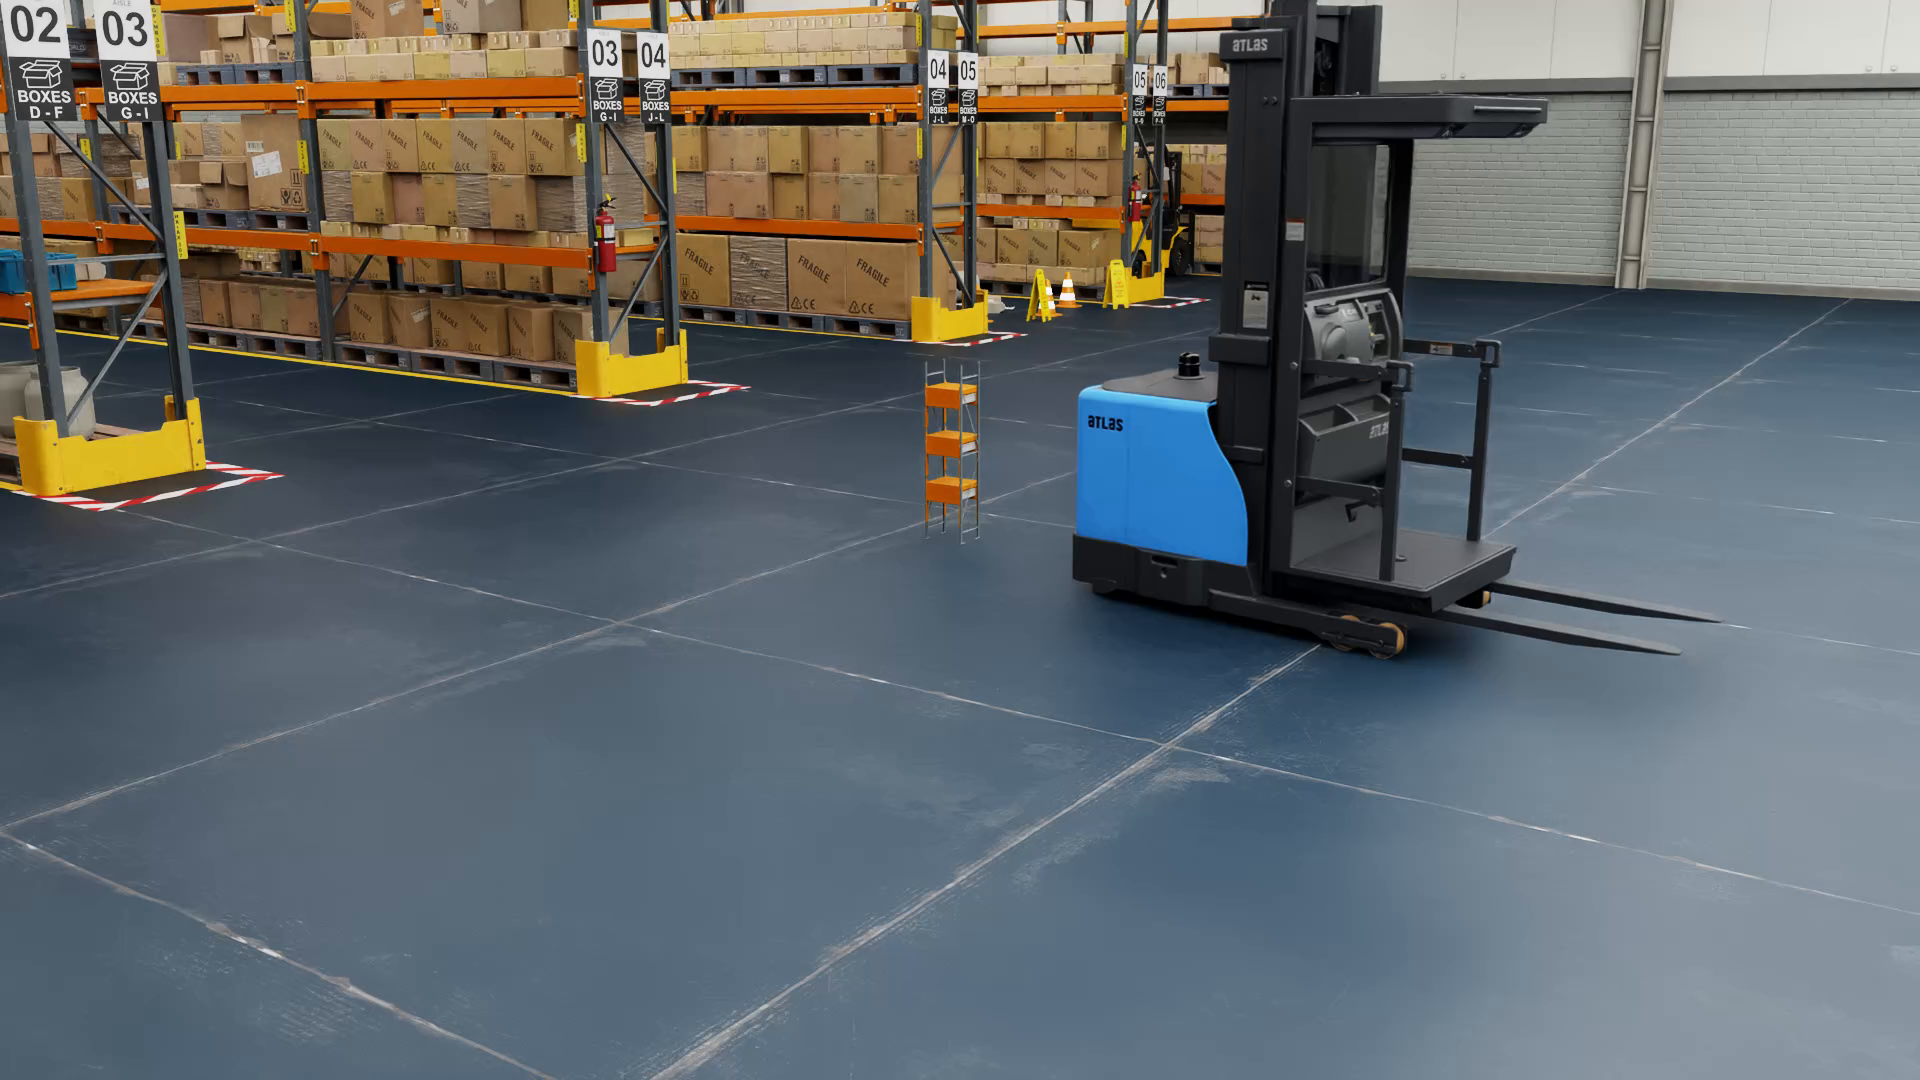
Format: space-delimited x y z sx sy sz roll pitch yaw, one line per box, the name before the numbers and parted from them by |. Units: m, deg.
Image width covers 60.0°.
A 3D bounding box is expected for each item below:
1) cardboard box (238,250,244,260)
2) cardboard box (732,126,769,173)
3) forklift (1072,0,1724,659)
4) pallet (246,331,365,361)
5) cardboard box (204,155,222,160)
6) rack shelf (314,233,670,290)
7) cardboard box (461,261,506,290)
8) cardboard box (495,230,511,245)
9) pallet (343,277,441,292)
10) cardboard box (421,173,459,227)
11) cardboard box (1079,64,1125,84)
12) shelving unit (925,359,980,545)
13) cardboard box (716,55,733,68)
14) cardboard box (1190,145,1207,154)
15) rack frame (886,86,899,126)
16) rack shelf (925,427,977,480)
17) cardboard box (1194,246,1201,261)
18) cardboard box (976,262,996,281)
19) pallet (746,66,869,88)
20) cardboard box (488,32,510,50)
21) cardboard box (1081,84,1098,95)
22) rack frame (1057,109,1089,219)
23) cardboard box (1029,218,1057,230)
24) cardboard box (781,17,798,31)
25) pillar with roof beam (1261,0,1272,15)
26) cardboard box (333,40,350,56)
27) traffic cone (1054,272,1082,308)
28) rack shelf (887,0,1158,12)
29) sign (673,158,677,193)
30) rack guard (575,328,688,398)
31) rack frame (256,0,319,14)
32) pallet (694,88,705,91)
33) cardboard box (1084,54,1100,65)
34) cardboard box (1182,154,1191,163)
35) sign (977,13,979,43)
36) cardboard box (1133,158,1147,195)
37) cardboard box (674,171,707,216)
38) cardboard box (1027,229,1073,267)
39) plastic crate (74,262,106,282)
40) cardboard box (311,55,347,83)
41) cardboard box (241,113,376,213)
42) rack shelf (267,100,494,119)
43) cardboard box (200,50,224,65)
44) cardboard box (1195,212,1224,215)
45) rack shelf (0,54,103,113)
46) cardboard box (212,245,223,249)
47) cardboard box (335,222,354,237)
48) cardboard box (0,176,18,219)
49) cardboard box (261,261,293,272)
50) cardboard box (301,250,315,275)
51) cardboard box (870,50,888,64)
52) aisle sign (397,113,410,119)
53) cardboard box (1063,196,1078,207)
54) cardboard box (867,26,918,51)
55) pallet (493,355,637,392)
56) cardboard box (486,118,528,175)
cardboard box | -11.145 -4.512 26.249 0.250 0.149 0.380 9 17 33
cardboard box | -2.272 -4.767 20.278 0.550 0.550 0.875 9 17 33
forklift | 2.050 -1.020 7.845 3.031 2.935 1.130 11 18 38
pallet | -6.950 -2.152 18.077 1.213 0.211 1.003 9 17 33
cardboard box | -11.491 -5.788 26.135 0.500 0.500 0.500 9 17 33
rack shelf | -4.644 -2.784 16.324 4.000 0.370 1.077 9 17 33
cardboard box | -6.315 -3.925 23.246 0.750 0.750 1.050 9 16 32
cardboard box | -4.162 -2.875 15.719 0.250 0.149 0.380 9 17 33
pallet | -8.426 -3.828 24.849 1.213 0.211 1.003 9 17 33
cardboard box | -4.706 -3.325 16.186 0.500 0.500 0.875 9 17 33
cardboard box | 1.971 -6.383 22.818 0.500 0.250 0.500 9 16 32
shelving unit | -0.044 -0.517 9.726 0.252 1.050 0.215 9 17 33
cardboard box | -2.709 -5.745 19.987 0.250 0.149 0.380 9 16 32
cardboard box | 4.001 -6.462 27.510 0.250 0.149 0.380 10 17 34
rack frame | -0.773 -5.377 25.303 0.127 3.000 1.000 9 17 33
rack shelf | -0.044 -0.507 9.729 0.240 0.259 0.215 9 17 33
cardboard box | 3.930 -4.838 27.971 0.500 0.250 0.500 9 17 33
cardboard box | 0.457 -3.973 24.480 0.500 0.250 0.500 9 16 32
pallet | -1.770 -5.514 19.798 1.213 0.211 1.003 9 17 33
cardboard box | -4.049 -4.519 15.075 0.250 0.149 0.380 9 17 33
cardboard box | 1.870 -6.194 22.882 0.250 0.149 0.380 9 17 33
rack frame | 1.995 -6.367 29.303 0.127 3.000 1.000 9 17 33
cardboard box | 1.187 -4.514 23.755 0.250 0.149 0.380 10 17 34
cardboard box | -1.867 -5.996 19.341 0.250 0.149 0.380 9 17 33
pillar with roof beam | 2.836 -8.158 24.051 0.400 9.000 9.100 9 17 33
cardboard box | -5.947 -4.851 16.417 0.250 0.149 0.380 8 16 30
traffic cone | 1.470 -3.410 22.635 0.334 0.463 0.336 9 17 33
rack shelf | 0.887 -7.670 23.585 4.000 0.370 1.077 9 17 33
sign | -2.682 -3.393 15.487 0.005 0.325 0.100 9 17 33
rack guard | -3.047 -1.662 15.495 0.348 0.500 1.175 9 17 33
rack frame | -10.090 -8.362 24.874 0.127 3.000 1.000 9 17 33
pallet | -4.656 -7.354 27.438 1.003 0.211 1.213 10 17 35
cardboard box | 1.909 -6.591 22.826 0.250 0.149 0.380 10 17 34
cardboard box | 3.791 -6.352 27.684 0.250 0.149 0.380 9 17 33
sign | 0.182 -5.869 19.063 0.005 0.325 0.100 9 17 33
cardboard box | 2.308 -5.153 23.568 0.500 0.500 0.500 9 16 32
cardboard box | -3.139 -4.402 21.053 0.550 0.550 0.875 9 17 33
cardboard box | 1.301 -4.199 23.830 0.500 0.500 0.500 10 17 35
plastic crate | -6.312 -1.933 11.940 0.250 0.136 0.298 9 17 33
cardboard box | -6.073 -4.673 16.528 0.500 0.250 0.500 8 16 31
cardboard box | -6.885 -4.031 17.742 1.000 1.000 1.000 9 17 33
rack shelf | -8.430 -6.288 24.238 4.000 0.370 1.077 9 17 33
cardboard box | -7.915 -5.179 17.873 0.250 0.166 0.380 9 16 31
cardboard box | 4.195 -5.423 28.256 0.500 0.250 0.500 9 17 32
rack shelf | -7.408 -3.252 11.974 4.000 0.370 1.077 9 17 33
cardboard box | -11.653 -4.714 26.446 0.250 0.149 0.380 9 16 31
cardboard box | -6.093 -3.154 16.846 0.250 0.149 0.380 9 17 33
cardboard box | -11.435 -4.208 20.374 0.500 0.500 0.500 10 17 34
cardboard box | -10.605 -4.254 25.825 0.250 0.149 0.380 9 17 34
cardboard box | -9.624 -4.288 25.231 0.500 0.500 0.500 10 17 35
cardboard box | -0.806 -5.438 18.746 0.250 0.149 0.380 9 17 33
aisle sign | -10.617 -8.320 31.780 0.004 0.787 0.394 9 17 33
cardboard box | 1.644 -4.777 23.401 0.250 0.149 0.380 9 16 32
cardboard box | -0.694 -5.630 18.694 0.500 0.250 0.500 9 17 34
pallet | -3.702 -1.637 15.999 1.213 0.211 1.003 9 17 33
cardboard box | -3.997 -3.634 15.351 0.500 0.500 0.500 9 17 33
